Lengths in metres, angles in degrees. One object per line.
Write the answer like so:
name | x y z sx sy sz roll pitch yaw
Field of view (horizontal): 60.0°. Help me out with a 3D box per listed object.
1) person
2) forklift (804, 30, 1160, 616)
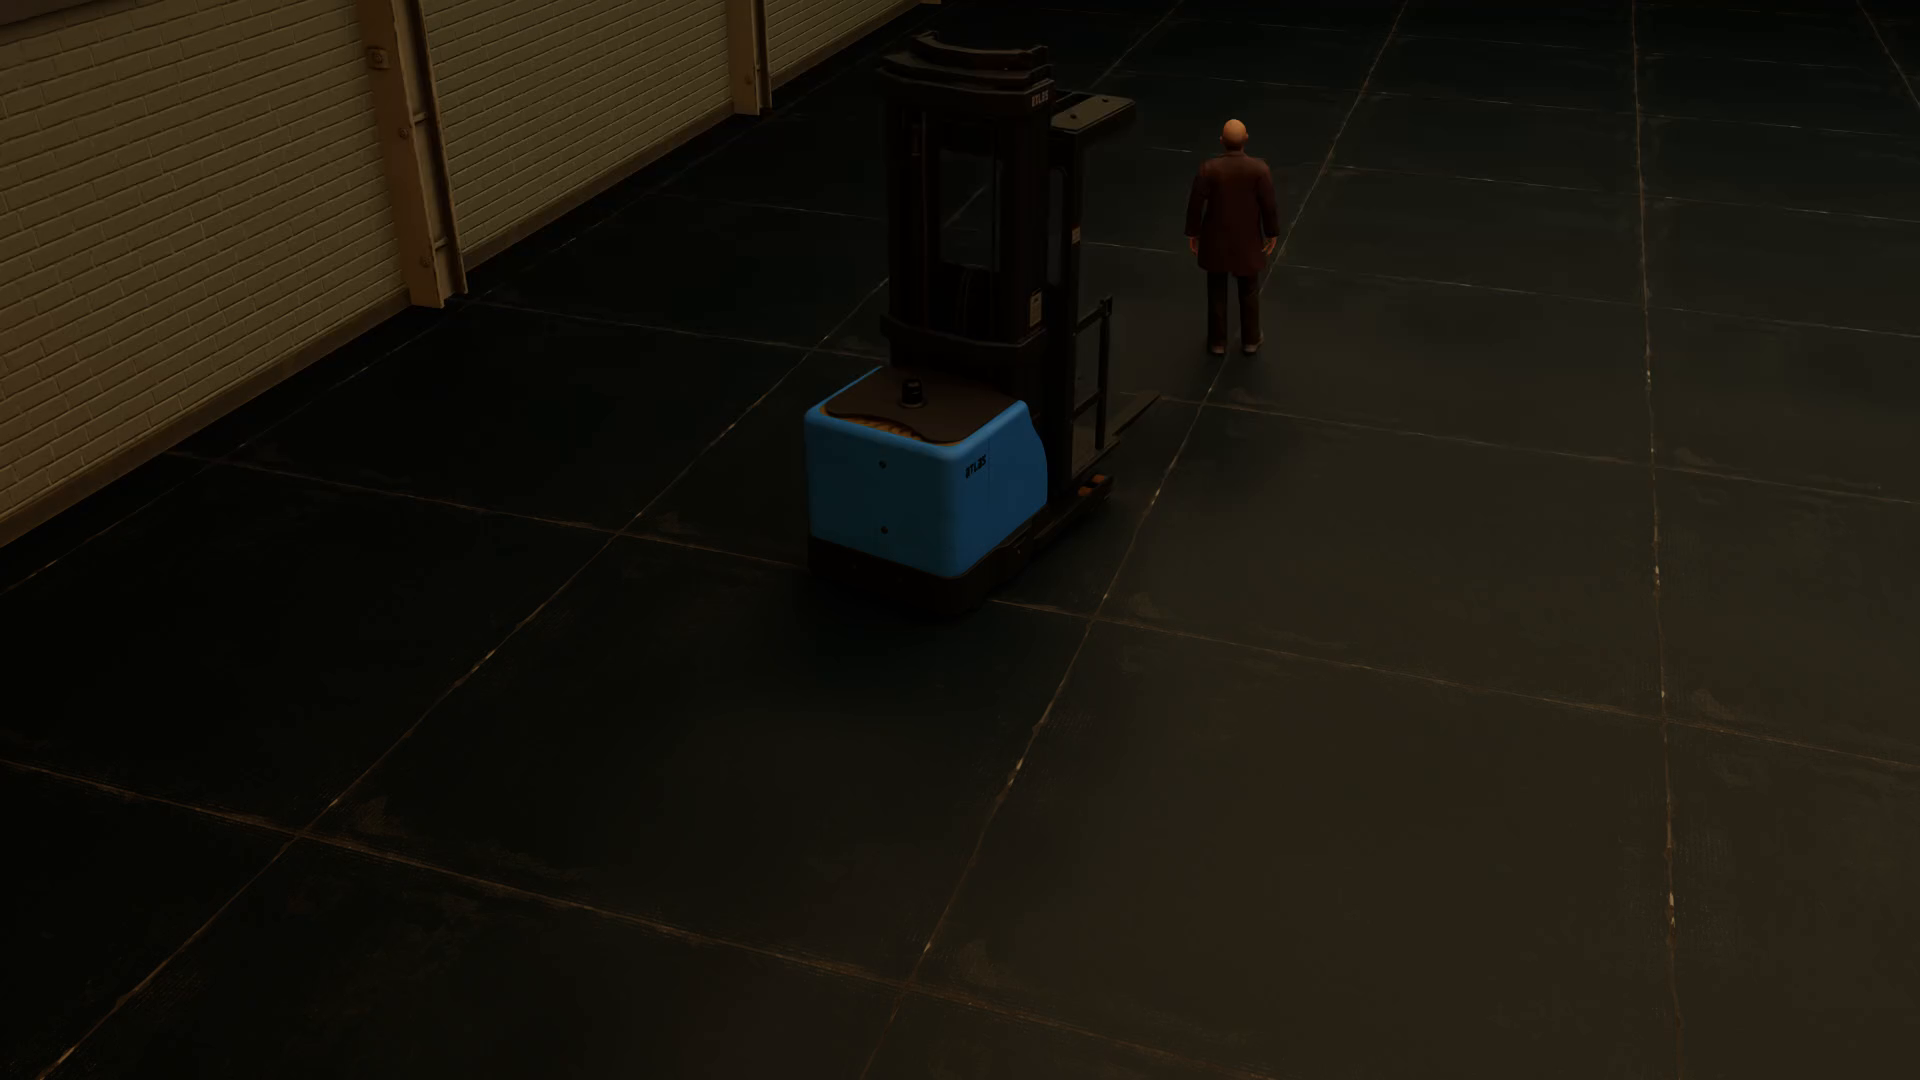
person | 2.001 -2.240 12.226 0.690 1.784 0.559 6 30 11
forklift | 0.311 -1.547 9.851 1.130 2.935 3.031 17 34 27
